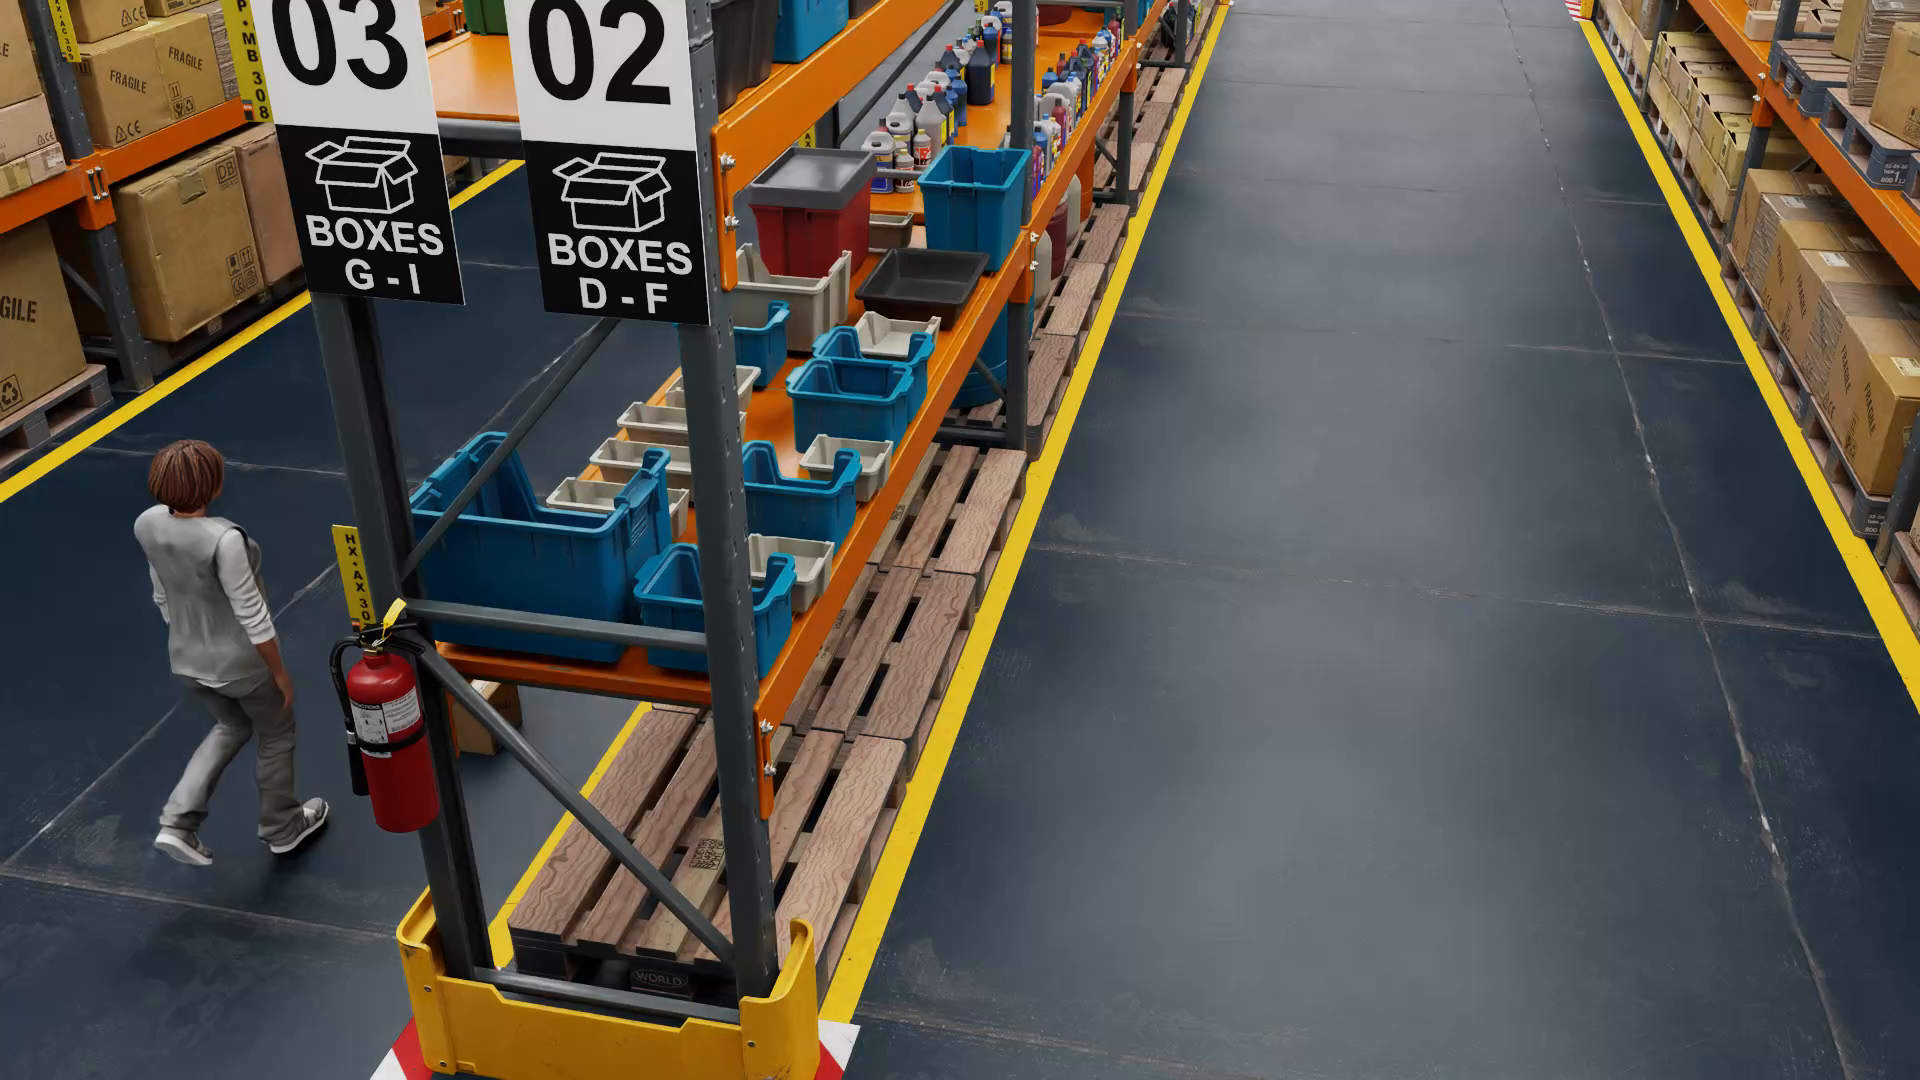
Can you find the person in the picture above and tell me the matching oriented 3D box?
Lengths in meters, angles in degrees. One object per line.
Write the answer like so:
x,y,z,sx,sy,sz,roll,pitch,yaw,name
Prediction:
-2.401,0.415,5.361,0.446,1.577,0.604,10,31,17,person
